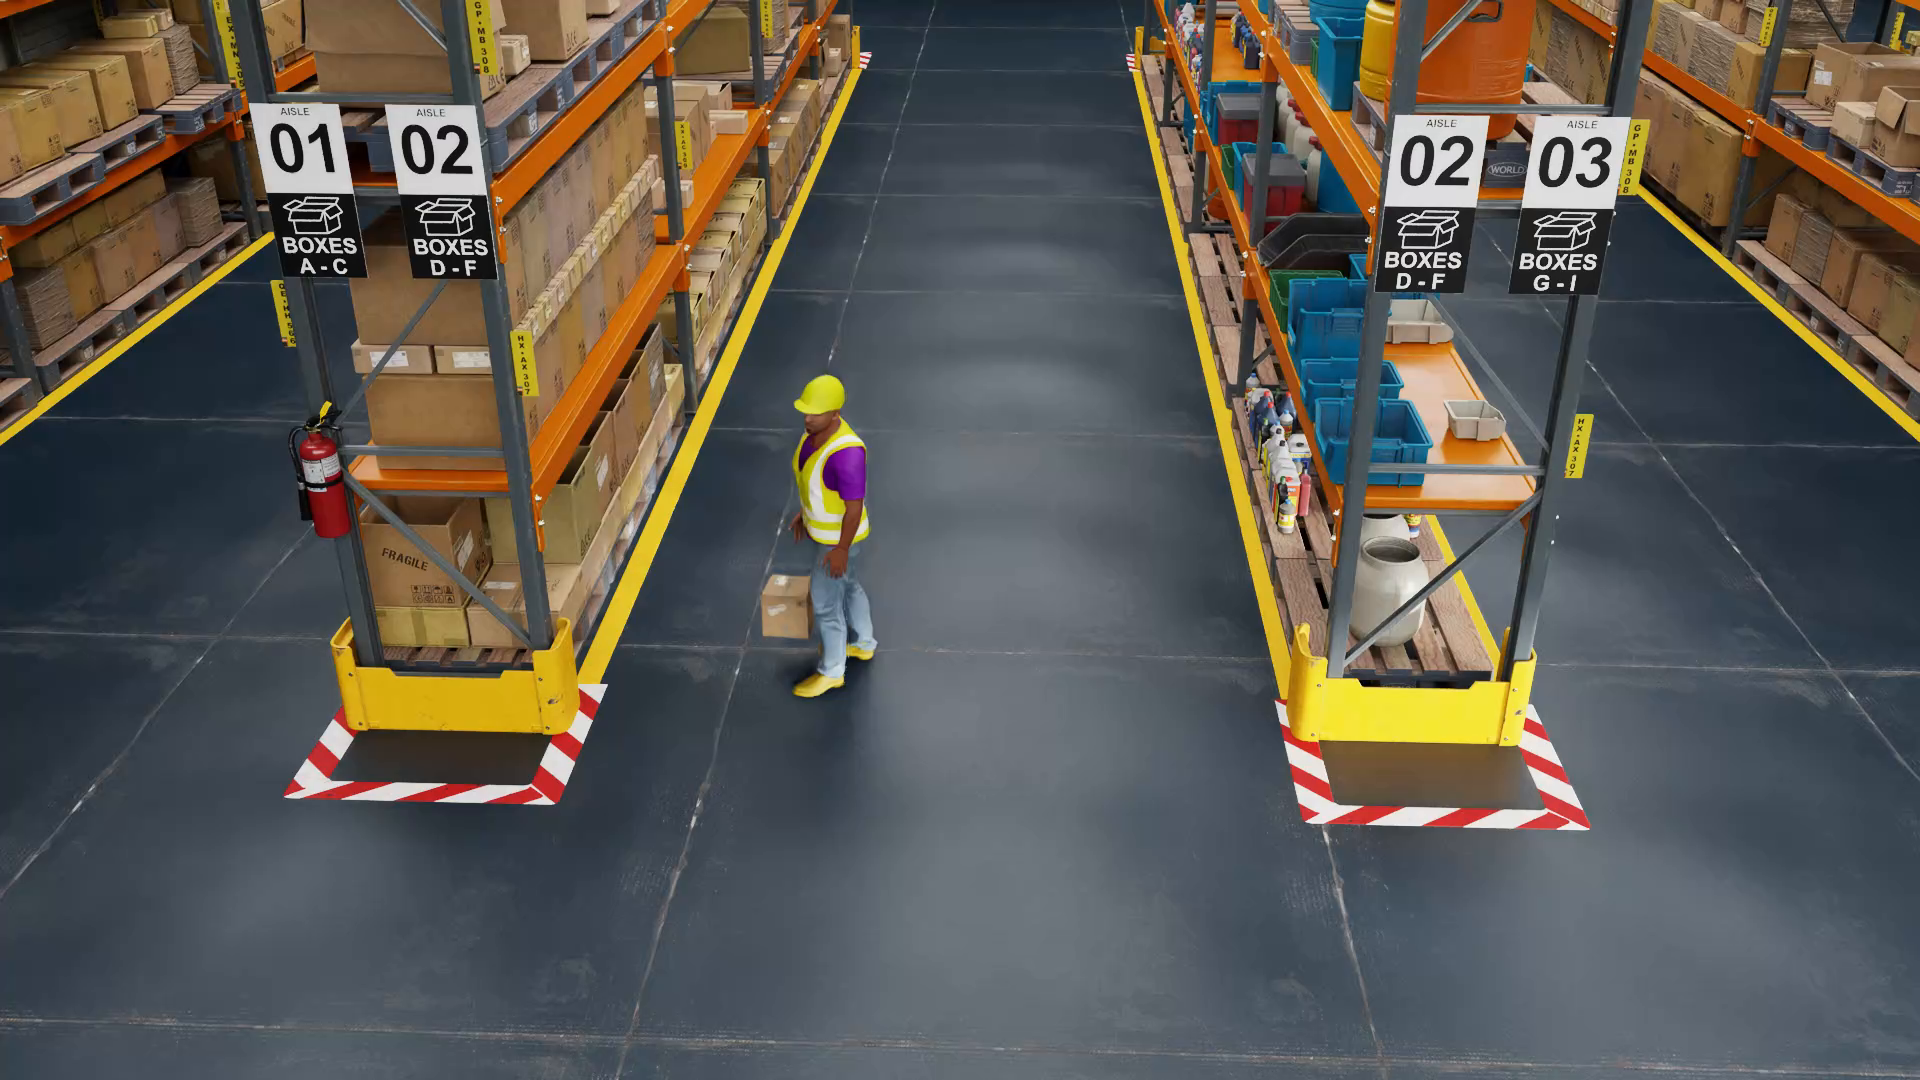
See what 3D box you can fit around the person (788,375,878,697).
[{"bbox_3d":[-0.685,-0.041,8.675,0.547,1.762,0.574,-10,29,-19],"label":"person"}]
